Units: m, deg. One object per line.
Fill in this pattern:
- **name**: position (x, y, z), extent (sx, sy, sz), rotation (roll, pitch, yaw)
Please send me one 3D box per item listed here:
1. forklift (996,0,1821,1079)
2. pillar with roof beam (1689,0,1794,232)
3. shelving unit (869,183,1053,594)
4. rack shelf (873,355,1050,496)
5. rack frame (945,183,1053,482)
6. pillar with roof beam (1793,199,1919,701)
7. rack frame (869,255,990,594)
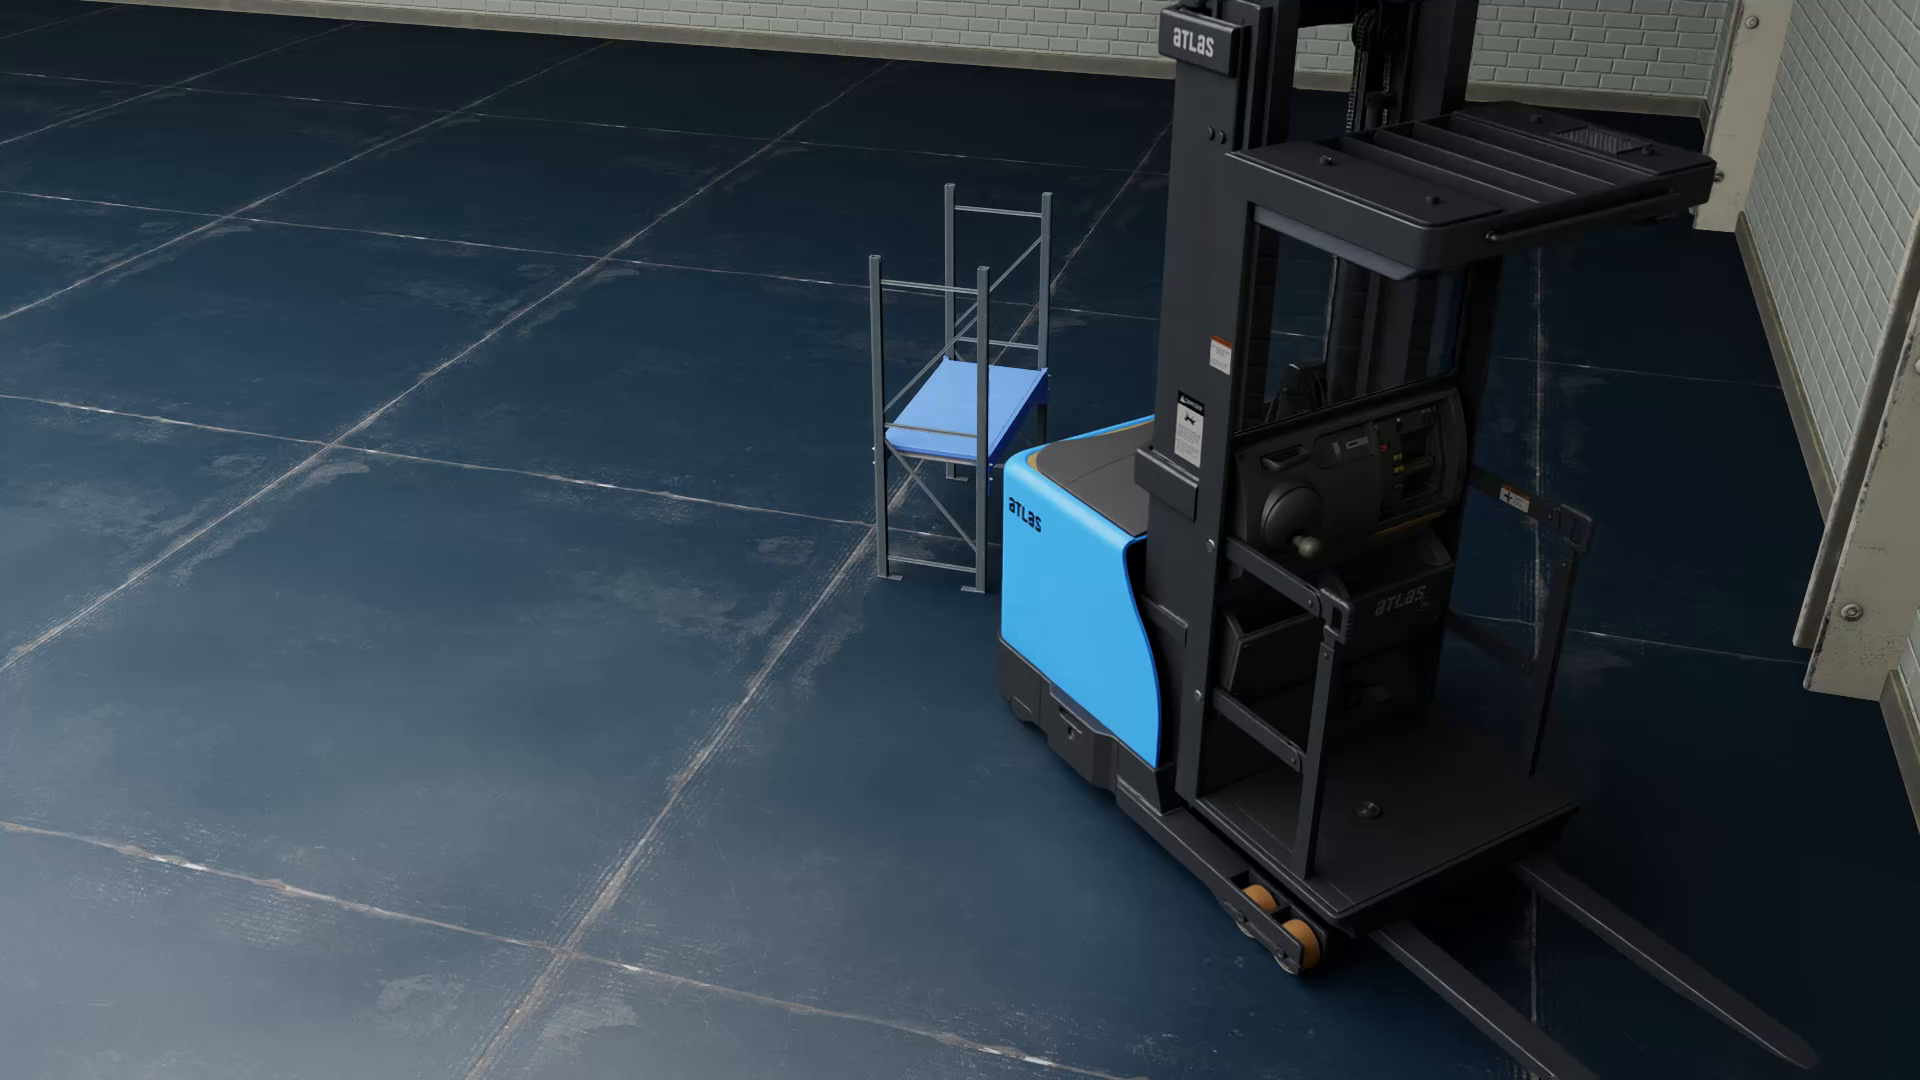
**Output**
- **forklift**: position (1.342, -0.167, 5.035), extent (1.130, 2.935, 3.031), rotation (-17, 33, -27)
- **pillar with roof beam**: position (1.240, -6.804, 10.725), extent (9.100, 9.000, 0.400), rotation (8, 30, 15)
- **shelving unit**: position (0.025, -0.695, 7.457), extent (0.538, 1.500, 1.048), rotation (8, 30, 15)
- **rack shelf**: position (0.025, -0.538, 7.544), extent (0.538, 0.185, 1.000), rotation (8, 30, 15)
- **rack frame**: position (0.174, -0.931, 7.881), extent (0.500, 1.500, 0.032), rotation (8, 30, 15)
- **pillar with roof beam**: position (-0.521, -4.016, 5.712), extent (9.100, 9.000, 0.400), rotation (8, 30, 15)
- **rack frame**: position (-0.124, -0.459, 7.032), extent (0.500, 1.500, 0.032), rotation (8, 30, 15)
